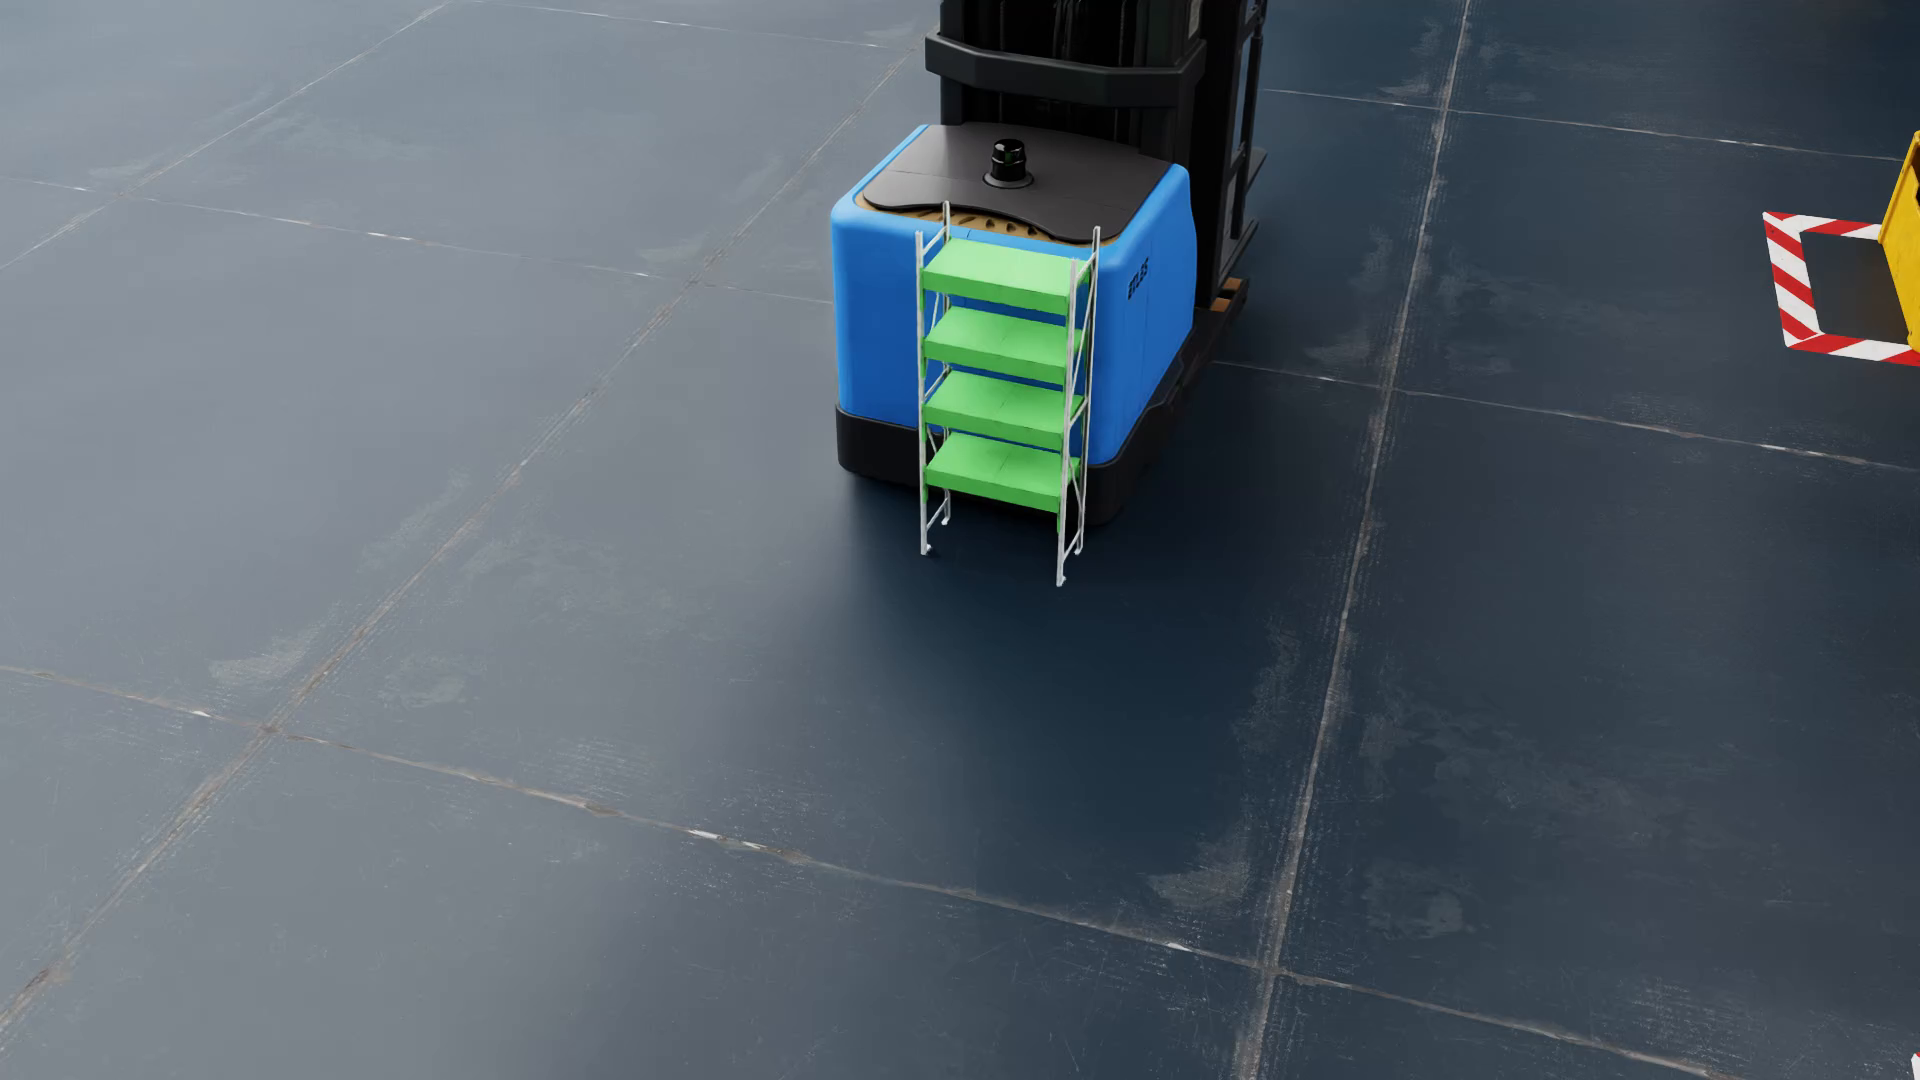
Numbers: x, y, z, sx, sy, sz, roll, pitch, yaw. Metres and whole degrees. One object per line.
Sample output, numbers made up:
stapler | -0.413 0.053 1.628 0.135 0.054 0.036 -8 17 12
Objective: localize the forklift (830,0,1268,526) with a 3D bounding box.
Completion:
forklift | 0.577 -2.100 6.131 1.130 2.935 3.031 13 38 17

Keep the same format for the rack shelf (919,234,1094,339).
rack shelf | 0.145 -0.782 5.098 0.480 0.148 0.258 13 38 17

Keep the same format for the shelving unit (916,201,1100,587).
shelving unit | 0.145 -0.447 5.344 0.503 1.200 0.258 13 38 17

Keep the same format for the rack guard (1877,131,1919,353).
rack guard | 4.222 -1.263 7.045 0.348 0.500 1.175 10 38 14

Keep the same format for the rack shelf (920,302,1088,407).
rack shelf | 0.145 -0.589 5.240 0.480 0.148 0.258 13 38 17

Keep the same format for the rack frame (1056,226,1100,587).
rack frame | 0.372 -0.394 5.273 0.015 1.200 0.240 13 38 17

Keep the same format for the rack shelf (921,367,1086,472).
rack shelf | 0.145 -0.395 5.382 0.480 0.148 0.258 13 38 17

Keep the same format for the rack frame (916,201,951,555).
rack frame | -0.083 -0.499 5.416 0.015 1.200 0.240 13 38 17

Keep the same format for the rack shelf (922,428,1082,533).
rack shelf | 0.145 -0.202 5.524 0.480 0.148 0.258 13 38 17
